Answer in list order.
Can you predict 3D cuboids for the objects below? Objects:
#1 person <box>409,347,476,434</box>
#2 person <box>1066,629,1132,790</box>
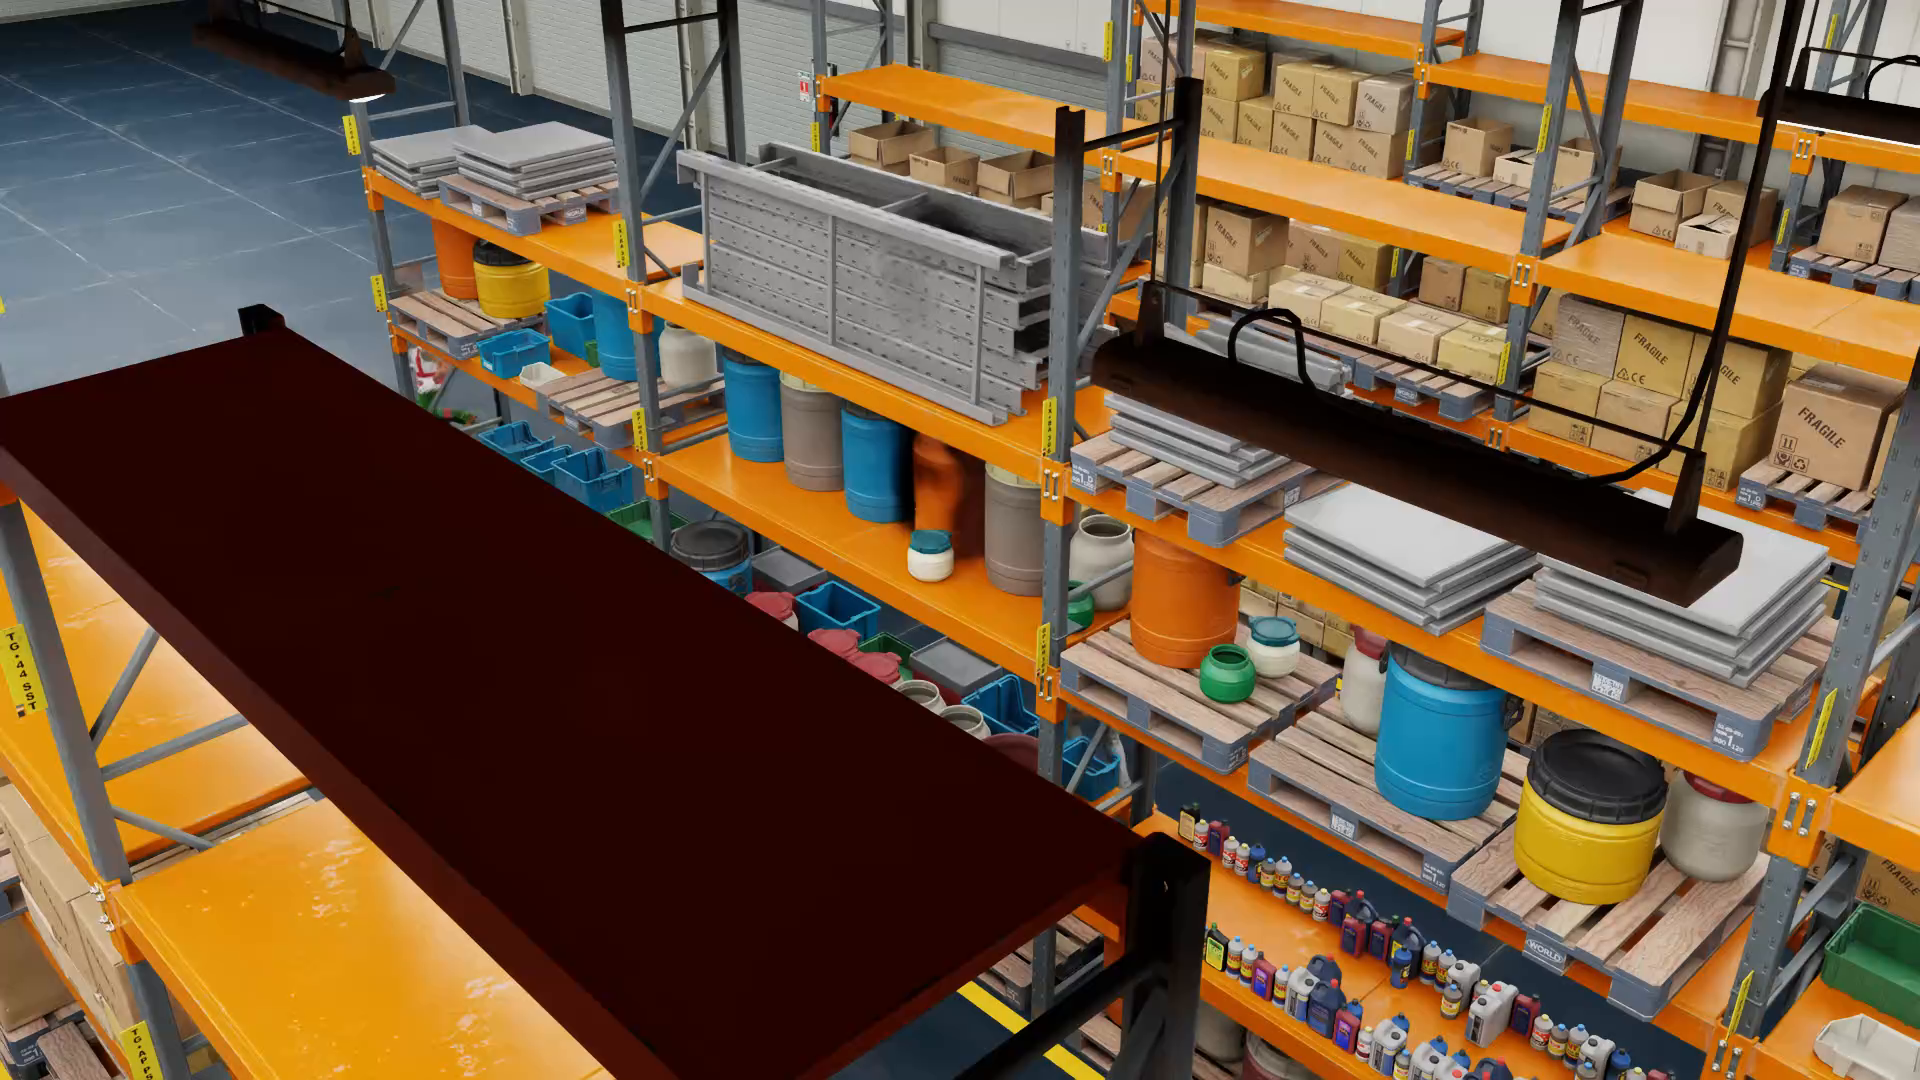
[{"bbox_3d":[-5.737,-1.721,18.249,0.749,1.741,0.667,-13,31,-23],"label":"person"},{"bbox_3d":[1.052,1.253,12.765,0.514,1.709,0.817,-19,33,-31],"label":"person"}]
